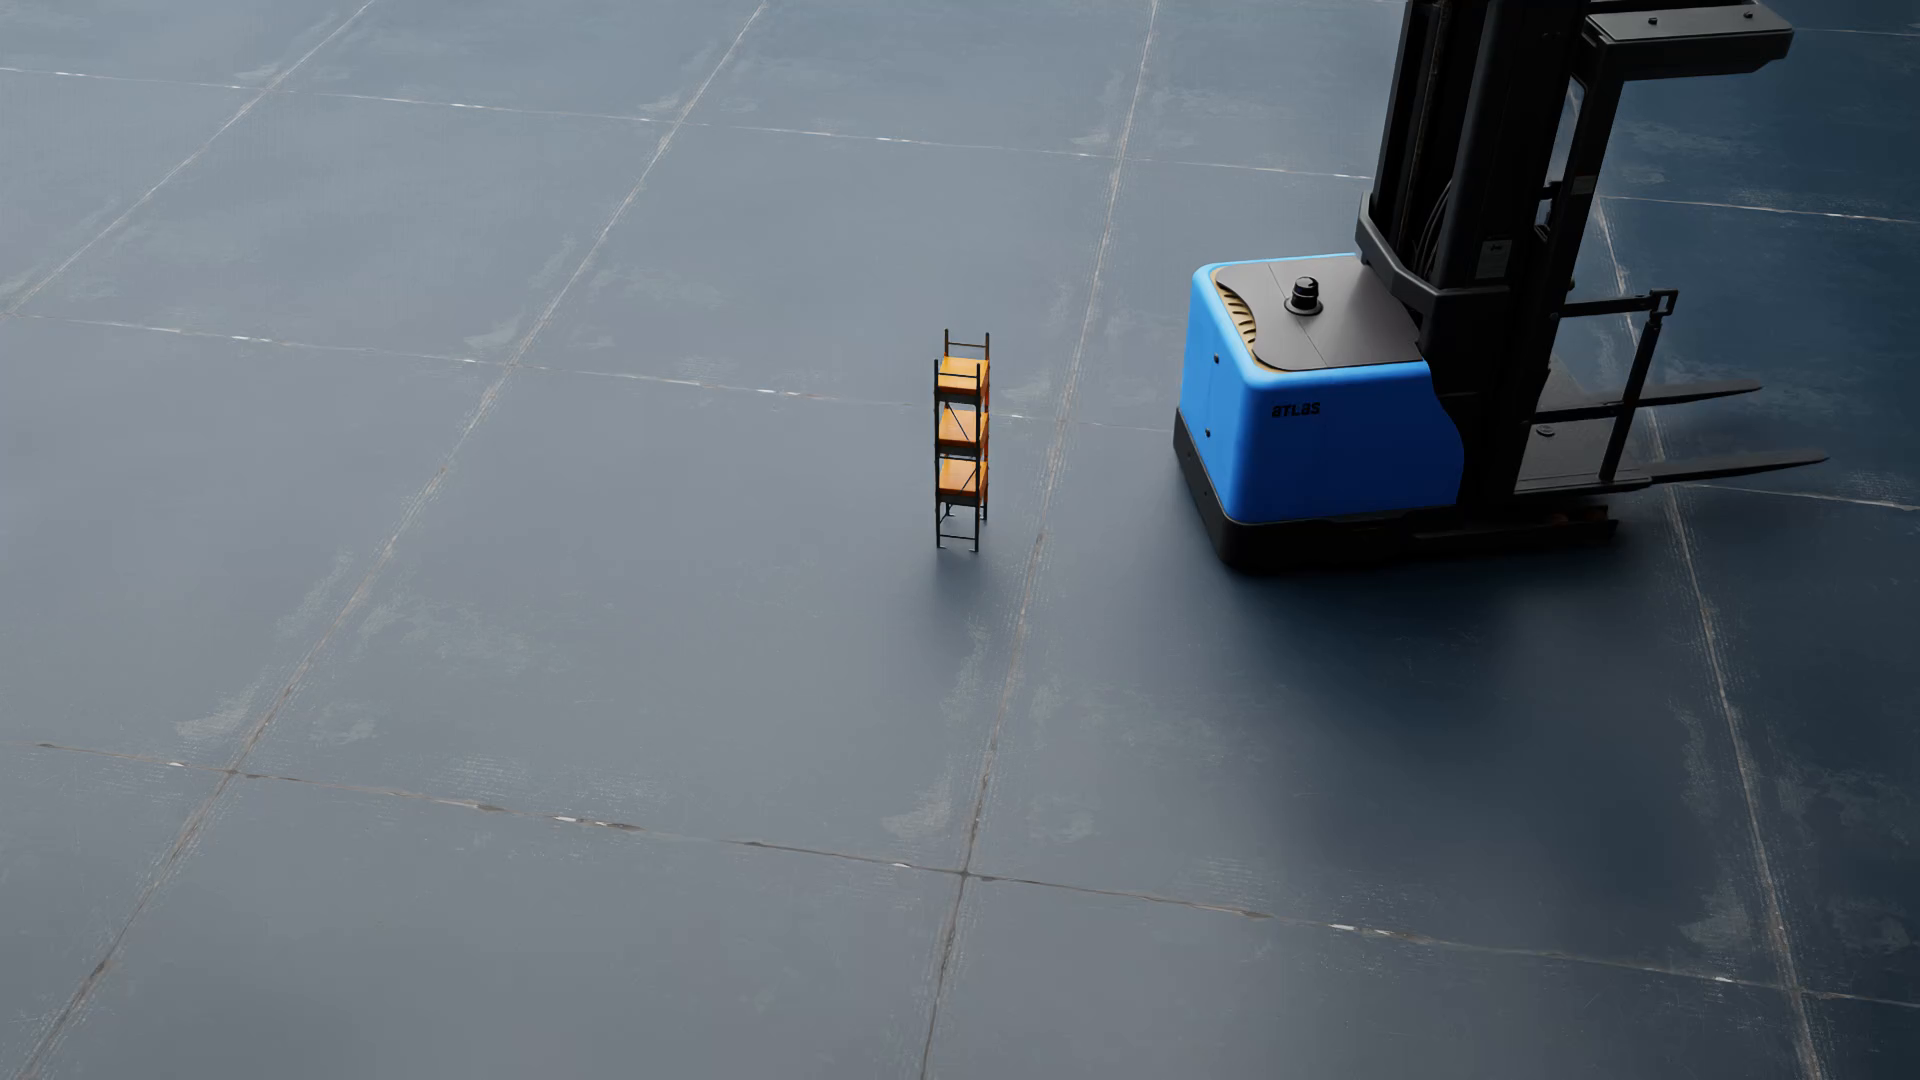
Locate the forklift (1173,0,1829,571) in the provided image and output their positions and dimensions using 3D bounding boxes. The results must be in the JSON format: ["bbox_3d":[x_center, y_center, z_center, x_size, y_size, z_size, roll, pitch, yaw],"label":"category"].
[{"bbox_3d":[2.625,-1.419,7.263,3.031,2.935,1.130,-5,40,-7],"label":"forklift"}]

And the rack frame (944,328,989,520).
[{"bbox_3d":[0.030,-0.515,7.646,0.200,1.050,0.008,6,40,8],"label":"rack frame"}]

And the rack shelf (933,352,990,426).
[{"bbox_3d":[0.009,-0.649,7.379,0.215,0.259,0.240,6,40,8],"label":"rack shelf"}]

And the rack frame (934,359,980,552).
[{"bbox_3d":[-0.012,-0.362,7.460,0.200,1.050,0.008,6,40,8],"label":"rack frame"}]

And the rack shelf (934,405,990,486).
[{"bbox_3d":[0.009,-0.430,7.560,0.215,0.259,0.240,6,40,8],"label":"rack shelf"}]

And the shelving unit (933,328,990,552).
[{"bbox_3d":[0.009,-0.438,7.553,0.215,1.050,0.252,6,40,8],"label":"shelving unit"}]

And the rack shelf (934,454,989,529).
[{"bbox_3d":[0.009,-0.216,7.737,0.215,0.259,0.240,6,40,8],"label":"rack shelf"}]
